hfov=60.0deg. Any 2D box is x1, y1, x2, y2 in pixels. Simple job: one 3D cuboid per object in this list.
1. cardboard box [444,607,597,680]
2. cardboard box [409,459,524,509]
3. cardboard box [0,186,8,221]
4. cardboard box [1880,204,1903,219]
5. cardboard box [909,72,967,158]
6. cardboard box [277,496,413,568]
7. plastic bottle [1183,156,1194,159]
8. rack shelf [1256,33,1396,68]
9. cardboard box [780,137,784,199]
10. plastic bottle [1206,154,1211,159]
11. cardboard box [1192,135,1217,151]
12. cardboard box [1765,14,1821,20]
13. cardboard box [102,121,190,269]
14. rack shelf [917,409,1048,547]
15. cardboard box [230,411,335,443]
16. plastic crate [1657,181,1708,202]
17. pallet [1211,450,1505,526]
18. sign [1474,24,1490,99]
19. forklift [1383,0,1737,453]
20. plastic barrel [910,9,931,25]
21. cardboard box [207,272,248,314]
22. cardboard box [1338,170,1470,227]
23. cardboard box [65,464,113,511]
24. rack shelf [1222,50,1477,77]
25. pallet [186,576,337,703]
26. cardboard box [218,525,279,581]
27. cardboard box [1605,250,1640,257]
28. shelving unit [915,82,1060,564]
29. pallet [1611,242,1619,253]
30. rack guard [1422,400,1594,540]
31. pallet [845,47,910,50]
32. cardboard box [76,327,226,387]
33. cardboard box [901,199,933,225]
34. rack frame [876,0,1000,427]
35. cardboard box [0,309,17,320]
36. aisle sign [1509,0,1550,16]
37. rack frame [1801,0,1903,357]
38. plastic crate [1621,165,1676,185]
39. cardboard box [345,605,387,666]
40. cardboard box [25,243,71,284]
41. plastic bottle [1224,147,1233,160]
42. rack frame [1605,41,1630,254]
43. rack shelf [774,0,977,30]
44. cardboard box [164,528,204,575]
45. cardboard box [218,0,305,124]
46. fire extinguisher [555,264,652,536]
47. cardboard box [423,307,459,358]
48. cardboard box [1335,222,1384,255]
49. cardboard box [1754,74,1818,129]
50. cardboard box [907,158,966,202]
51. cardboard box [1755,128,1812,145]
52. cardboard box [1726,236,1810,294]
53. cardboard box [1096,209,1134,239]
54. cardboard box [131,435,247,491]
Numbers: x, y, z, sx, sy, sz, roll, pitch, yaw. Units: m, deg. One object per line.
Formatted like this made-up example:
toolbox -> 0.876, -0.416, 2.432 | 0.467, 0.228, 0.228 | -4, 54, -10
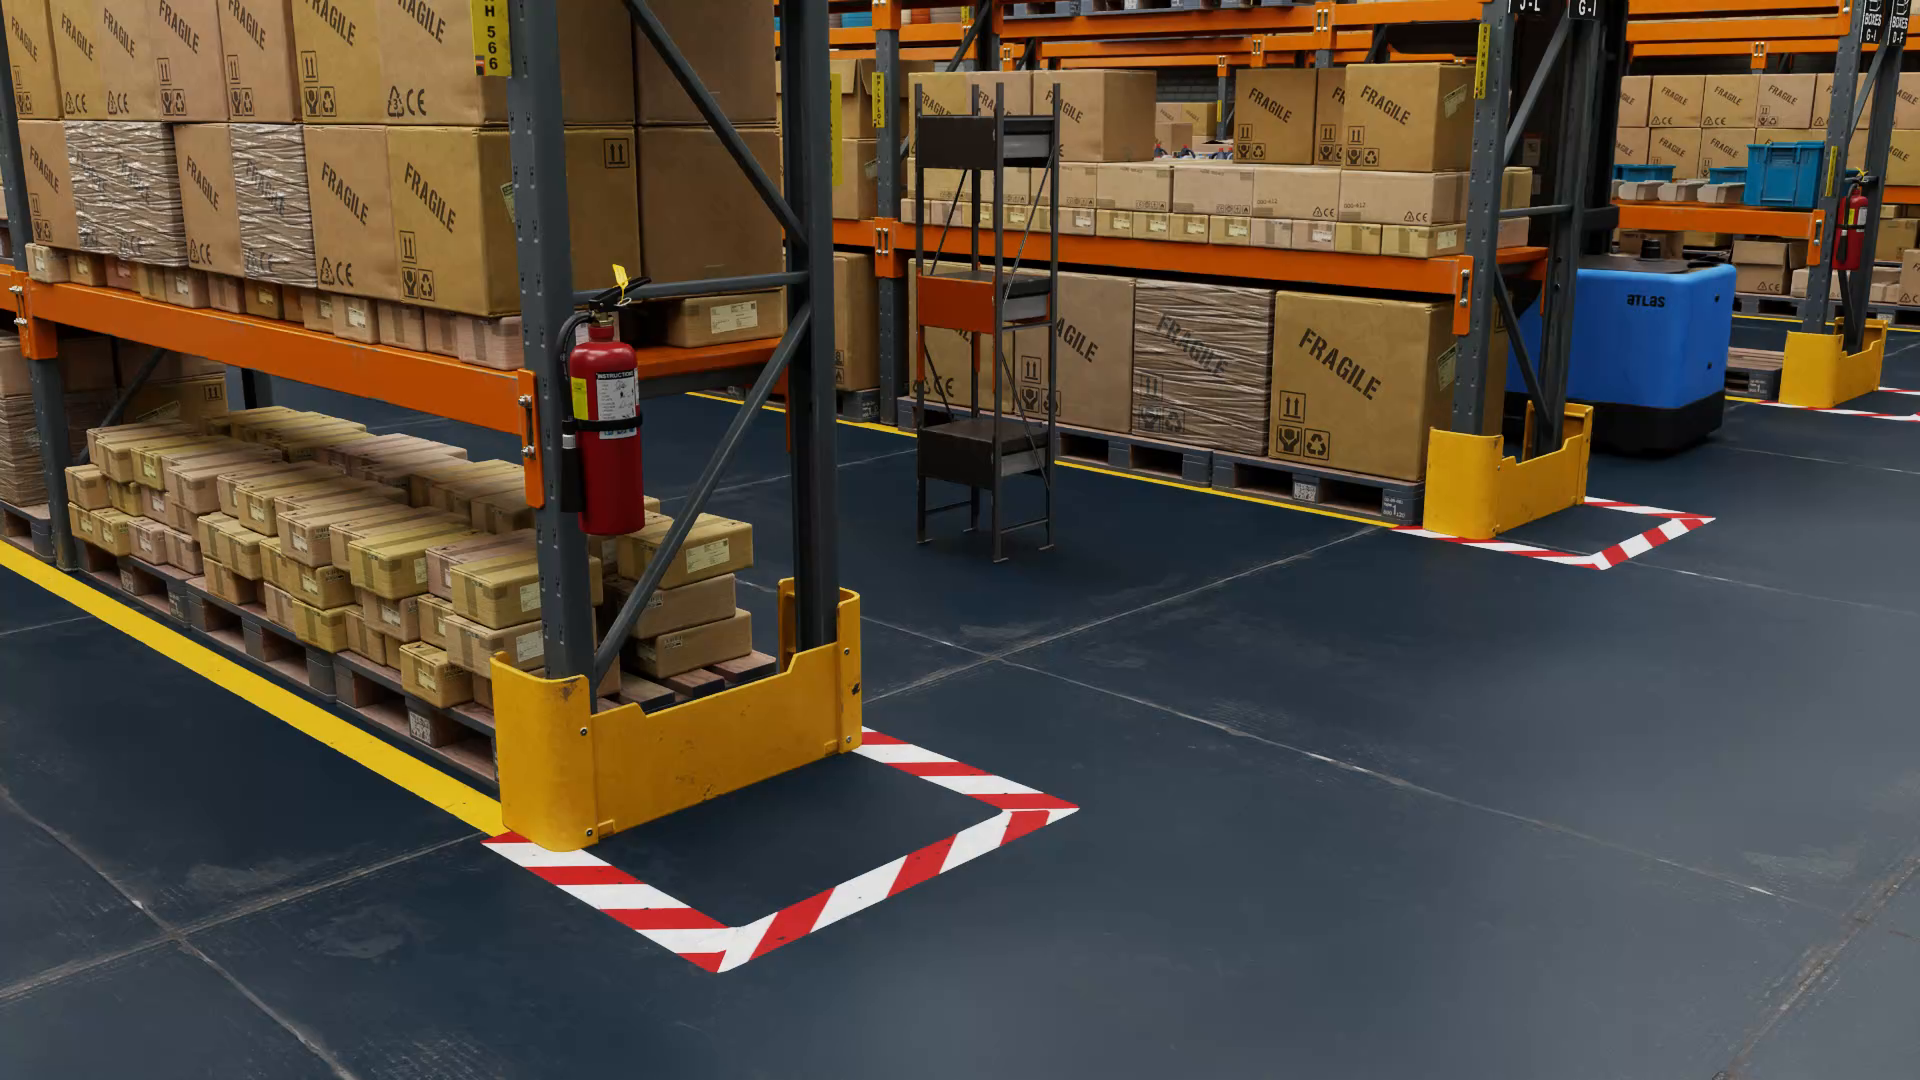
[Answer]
cardboard box -> -1.344, 0.290, 5.101 | 0.250, 0.149, 0.380 | 13, 19, 41
cardboard box -> -1.868, -0.193, 6.366 | 0.250, 0.149, 0.380 | 14, 20, 43
cardboard box -> -4.069, -1.517, 7.470 | 0.250, 0.149, 0.380 | 13, 20, 41
cardboard box -> 11.147, -3.955, 20.001 | 0.250, 0.149, 0.380 | 13, 19, 41
cardboard box -> 0.037, -2.588, 10.137 | 0.500, 0.500, 0.500 | 14, 20, 42
cardboard box -> -2.113, -0.030, 5.740 | 0.380, 0.149, 0.250 | -14, 20, -42
plastic bottle -> 2.077, -3.309, 14.930 | 0.135, 0.276, 0.152 | 14, 20, 42
rack shelf -> 5.309, -5.535, 18.704 | 4.000, 0.370, 1.077 | 14, 20, 42
cardboard box -> -1.007, -2.453, 11.198 | 0.500, 0.500, 0.500 | -14, 20, -42
plastic bottle -> 2.341, -3.499, 15.667 | 0.097, 0.271, 0.097 | 0, 15, 0
cardboard box -> 3.874, -6.347, 26.598 | 0.500, 0.250, 0.500 | 14, 20, 42
cardboard box -> 8.005, -5.068, 15.781 | 0.500, 0.250, 0.500 | 14, 20, 42
cardboard box -> -2.765, -1.282, 6.113 | 0.500, 0.500, 0.500 | 13, 20, 41
rack shelf -> 0.119, -0.297, 7.736 | 0.480, 0.518, 0.431 | 14, 20, 42
cardboard box -> -2.997, -0.461, 7.392 | 0.250, 0.149, 0.380 | 14, 20, 43
plastic crate -> 5.276, -2.548, 12.165 | 0.243, 0.136, 0.396 | 14, 20, 42
pallet -> 2.120, -0.361, 8.897 | 1.213, 0.211, 1.003 | 14, 20, 42
sign -> 2.363, -2.163, 7.519 | 0.005, 0.325, 0.100 | 14, 20, 42
forklift -> 3.295, -2.212, 10.608 | 3.031, 2.935, 1.130 | 12, 19, 39
plastic barrel -> -0.483, -5.840, 17.597 | 0.708, 0.830, 0.600 | 14, 20, 42
cardboard box -> -2.462, -0.911, 5.978 | 0.380, 0.149, 0.250 | -14, 20, -42
cardboard box -> 2.217, -1.692, 8.185 | 0.500, 0.250, 0.500 | 13, 20, 41
cardboard box -> -3.606, -0.248, 7.165 | 0.380, 0.149, 0.250 | -13, 20, -42
rack shelf -> 5.865, -7.135, 24.844 | 4.000, 0.370, 1.077 | 14, 20, 42
pallet -> -2.255, 0.272, 6.468 | 1.213, 0.211, 1.003 | 14, 20, 42
cardboard box -> -2.490, 0.020, 6.138 | 0.250, 0.149, 0.380 | 14, 20, 43
cardboard box -> 6.901, -2.881, 17.499 | 0.500, 0.311, 0.500 | 14, 20, 42
shelving unit -> 0.119, -0.987, 7.556 | 0.503, 2.100, 0.431 | 14, 20, 42
pallet -> 8.694, -3.967, 22.738 | 1.213, 0.211, 1.003 | 14, 20, 42
rack guard -> 2.767, -0.370, 8.362 | 0.348, 0.500, 1.175 | 14, 20, 42
pallet -> -1.399, -7.462, 24.848 | 1.213, 0.211, 1.003 | 14, 20, 42
cardboard box -> -3.994, -0.935, 8.211 | 0.500, 0.250, 0.500 | 13, 19, 40
cardboard box -> -0.148, -2.051, 10.351 | 0.250, 0.149, 0.380 | 14, 20, 42
rack frame -> -0.130, -2.284, 10.750 | 0.127, 3.000, 1.000 | 14, 20, 42
cardboard box -> -5.108, -1.025, 8.554 | 0.500, 0.250, 0.500 | 13, 19, 40
aisle sign -> 2.593, -2.775, 7.478 | 0.004, 0.787, 0.394 | 14, 20, 42
rack frame -> 6.188, -2.483, 11.513 | 0.127, 3.000, 1.000 | 14, 20, 42
plastic crate -> 5.290, -2.765, 12.807 | 0.300, 0.233, 0.416 | 14, 20, 42
cardboard box -> -1.862, 0.291, 5.687 | 0.250, 0.149, 0.380 | 14, 20, 43
cardboard box -> -3.669, -1.171, 6.976 | 0.380, 0.149, 0.250 | -14, 20, -42
plastic bottle -> 2.386, -3.319, 14.820 | 0.185, 0.351, 0.144 | 14, 20, 42
rack frame -> 6.749, -4.082, 17.648 | 0.127, 3.000, 1.000 | 14, 20, 42
rack shelf -> -1.570, -3.738, 11.806 | 4.000, 0.370, 1.077 | 14, 20, 42
cardboard box -> -2.982, 0.013, 6.755 | 0.250, 0.149, 0.380 | 13, 20, 41
cardboard box -> -2.013, -1.591, 5.317 | 0.500, 0.500, 0.500 | -13, 20, -41
fire extinguisher -> -0.905, -0.356, 4.242 | 0.183, 0.674, 0.296 | 14, 20, 42
cardboard box -> -1.350, -0.636, 4.923 | 0.250, 0.149, 0.380 | 14, 20, 42
cardboard box -> 2.076, -1.510, 8.278 | 0.250, 0.149, 0.380 | 14, 20, 43
cardboard box -> 8.007, -4.210, 15.959 | 0.500, 0.500, 0.500 | -14, 20, -42
cardboard box -> 0.027, -2.226, 10.233 | 0.500, 0.250, 0.500 | 13, 20, 41
cardboard box -> 8.023, -3.726, 16.084 | 0.500, 0.500, 0.500 | 13, 20, 41
cardboard box -> 8.105, -2.759, 16.649 | 0.637, 0.503, 0.797 | 14, 20, 42
cardboard box -> 0.975, -1.778, 9.305 | 0.250, 0.149, 0.380 | 13, 19, 41
cardboard box -> -3.168, -0.321, 6.856 | 0.250, 0.149, 0.380 | 13, 20, 41
